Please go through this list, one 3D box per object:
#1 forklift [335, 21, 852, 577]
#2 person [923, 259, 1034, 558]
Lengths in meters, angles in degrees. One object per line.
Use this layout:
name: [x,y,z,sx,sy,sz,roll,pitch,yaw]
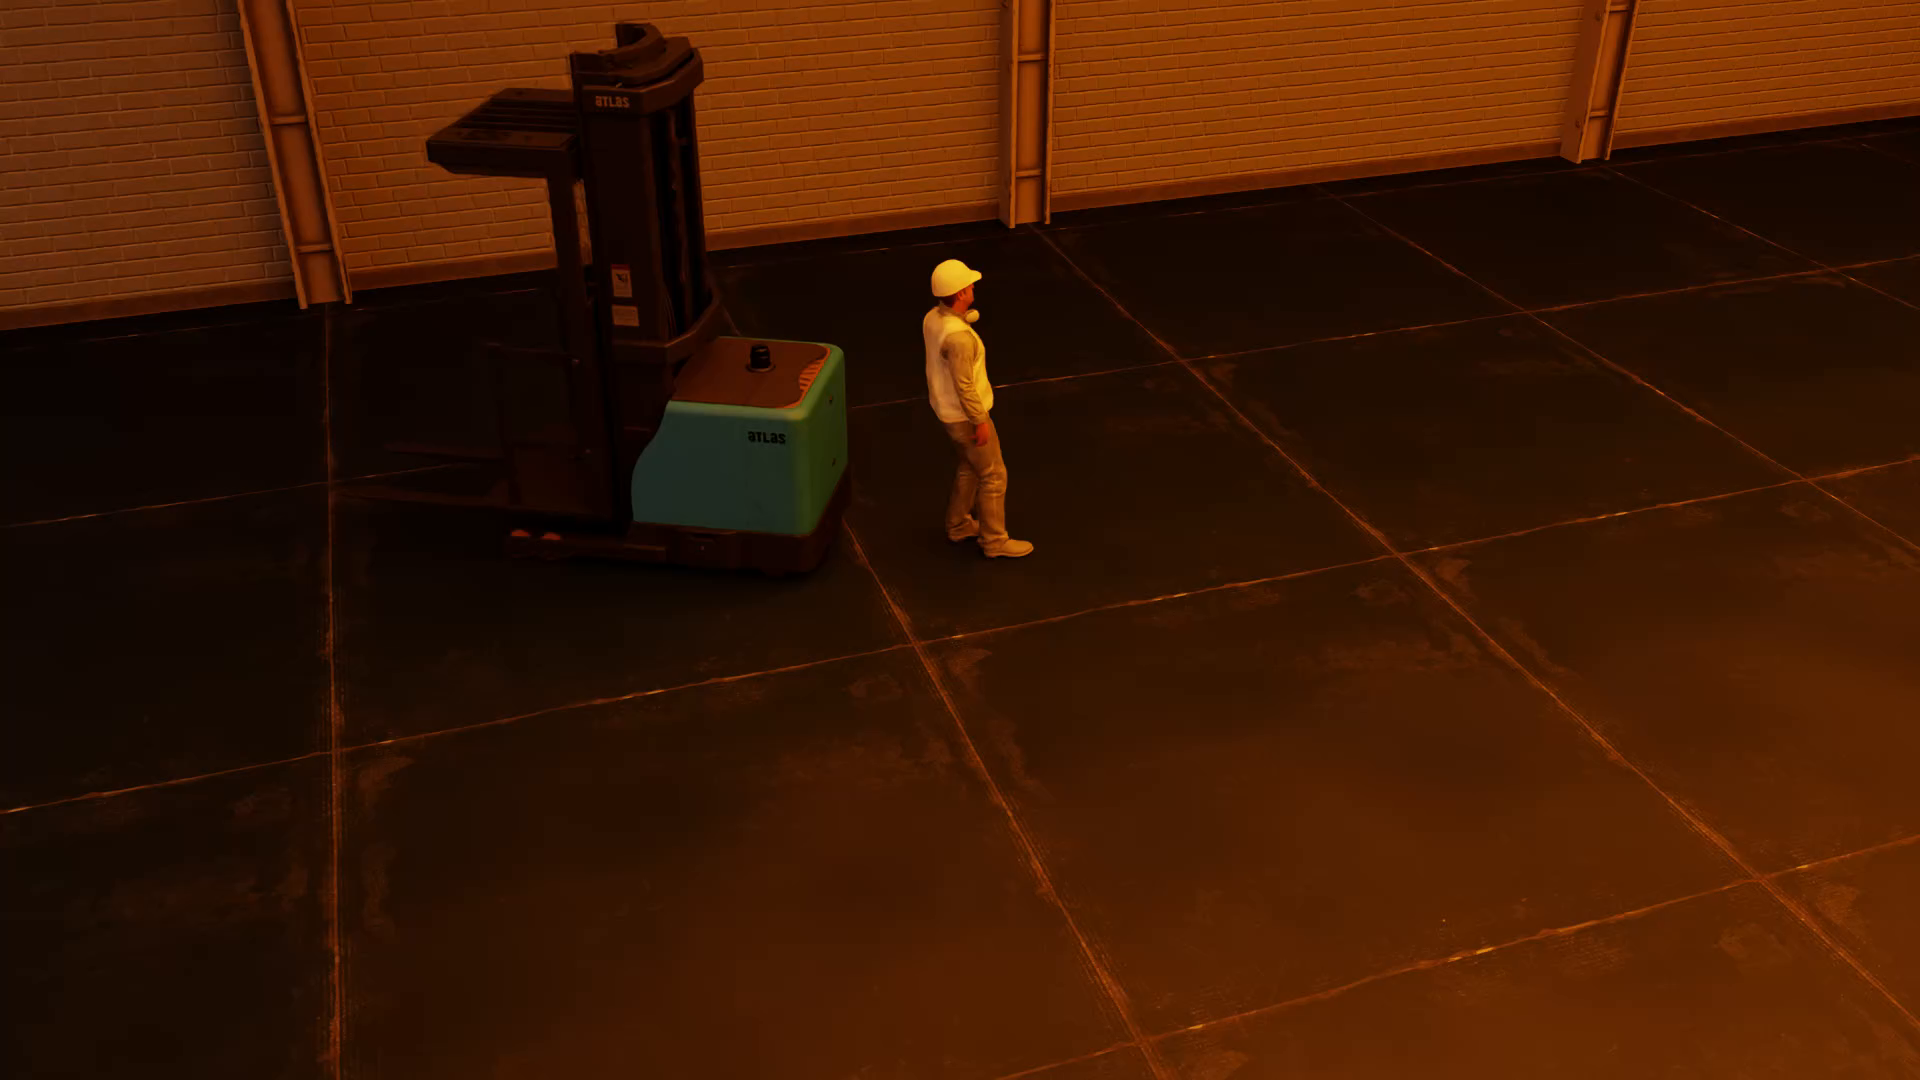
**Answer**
forklift: [-2.241,-1.398,9.517,3.031,2.935,1.130,5,30,8]
person: [0.090,-0.782,9.631,0.567,1.765,0.653,-8,31,-14]
